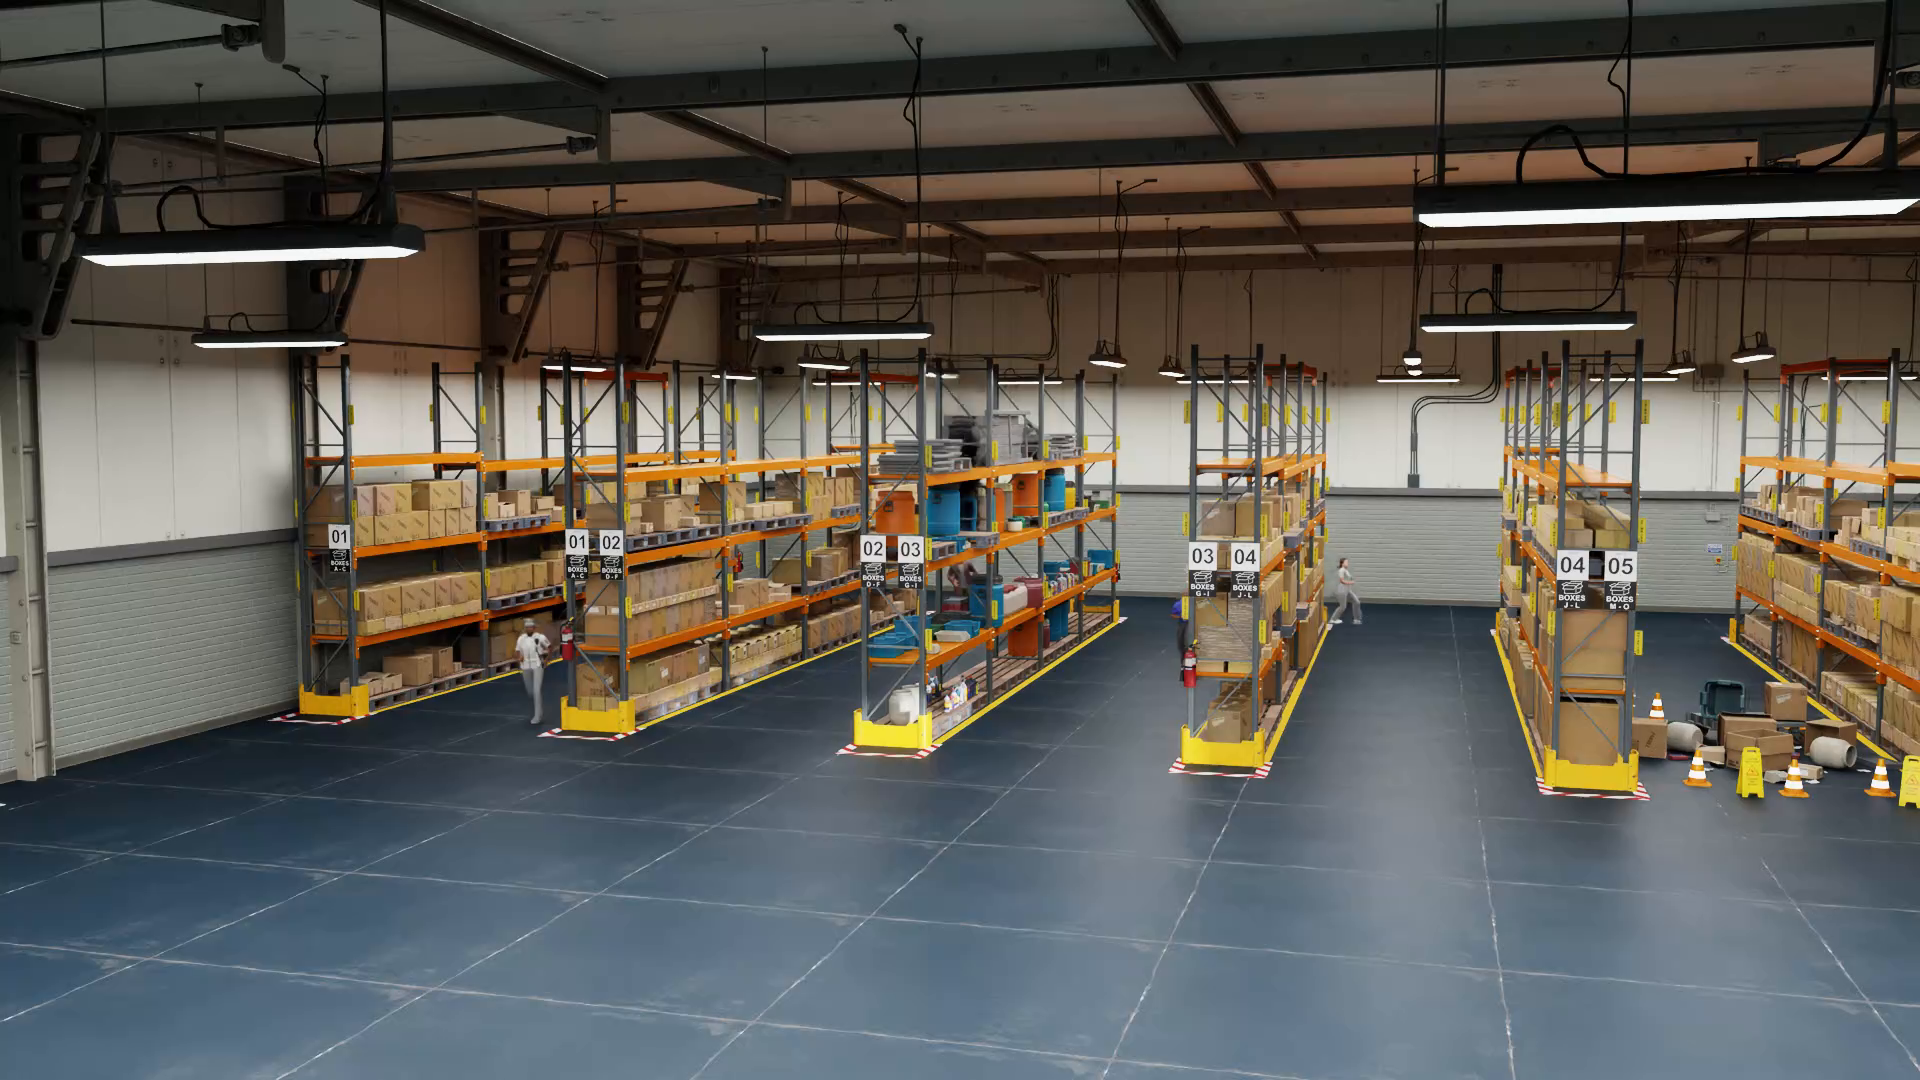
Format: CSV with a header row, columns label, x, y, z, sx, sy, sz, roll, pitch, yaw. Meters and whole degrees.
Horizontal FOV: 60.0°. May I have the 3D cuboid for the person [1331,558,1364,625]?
label,x,y,z,sx,sy,sz,roll,pitch,yaw
person,9.227,1.253,39.742,0.815,1.660,0.568,3,5,32

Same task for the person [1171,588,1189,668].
label,x,y,z,sx,sy,sz,roll,pitch,yaw
person,4.374,1.724,32.185,0.575,1.610,0.938,1,4,14

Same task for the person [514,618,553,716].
label,x,y,z,sx,sy,sz,roll,pitch,yaw
person,-6.978,2.052,27.196,0.619,1.595,0.777,0,4,-1

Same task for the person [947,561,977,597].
label,x,y,z,sx,sy,sz,roll,pitch,yaw
person,0.058,1.145,40.345,0.725,1.703,0.628,0,4,-3
